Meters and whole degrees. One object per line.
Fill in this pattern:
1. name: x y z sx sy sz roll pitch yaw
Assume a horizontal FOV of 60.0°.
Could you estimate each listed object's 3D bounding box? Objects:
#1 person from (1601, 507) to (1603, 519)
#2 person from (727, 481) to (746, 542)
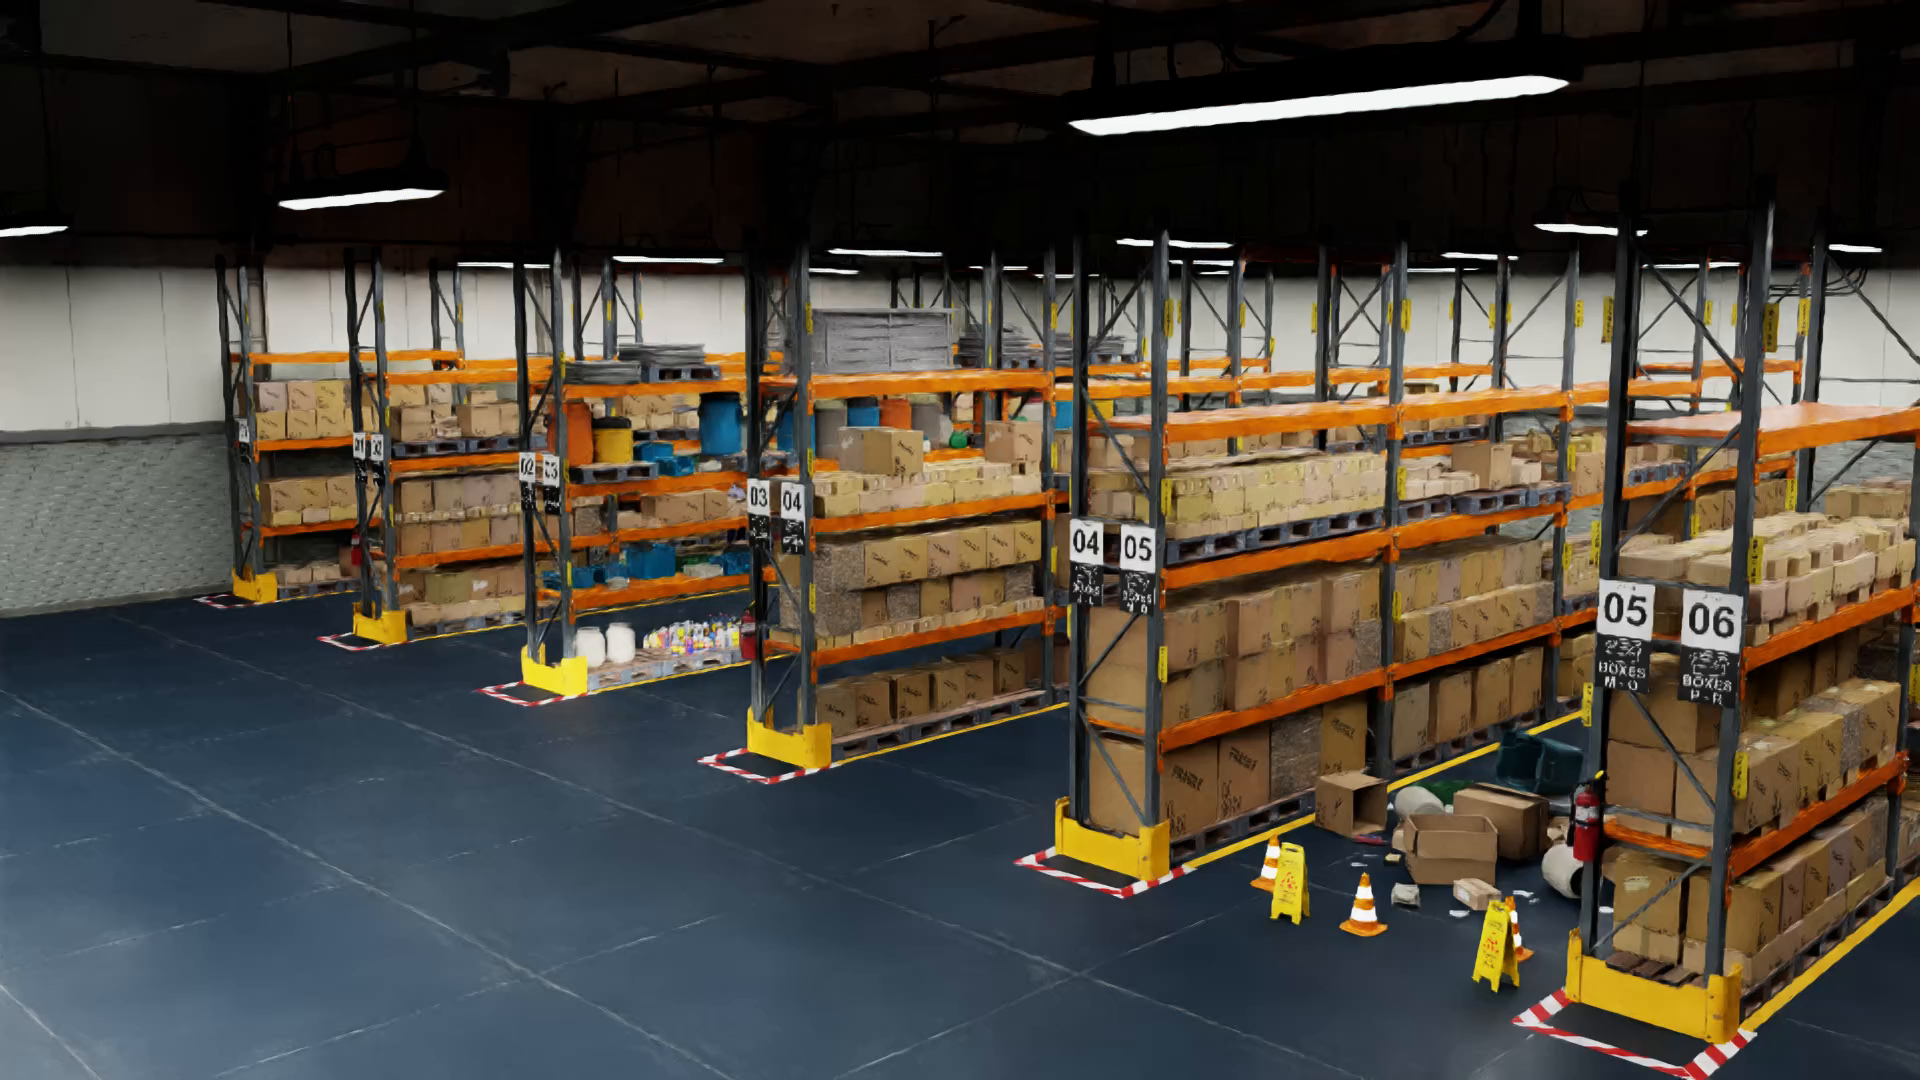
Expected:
1. person: 12.116 -0.070 30.919 0.567 1.736 1.044 8 11 43
2. person: -4.589 -0.526 34.358 0.445 1.657 0.577 3 9 21
